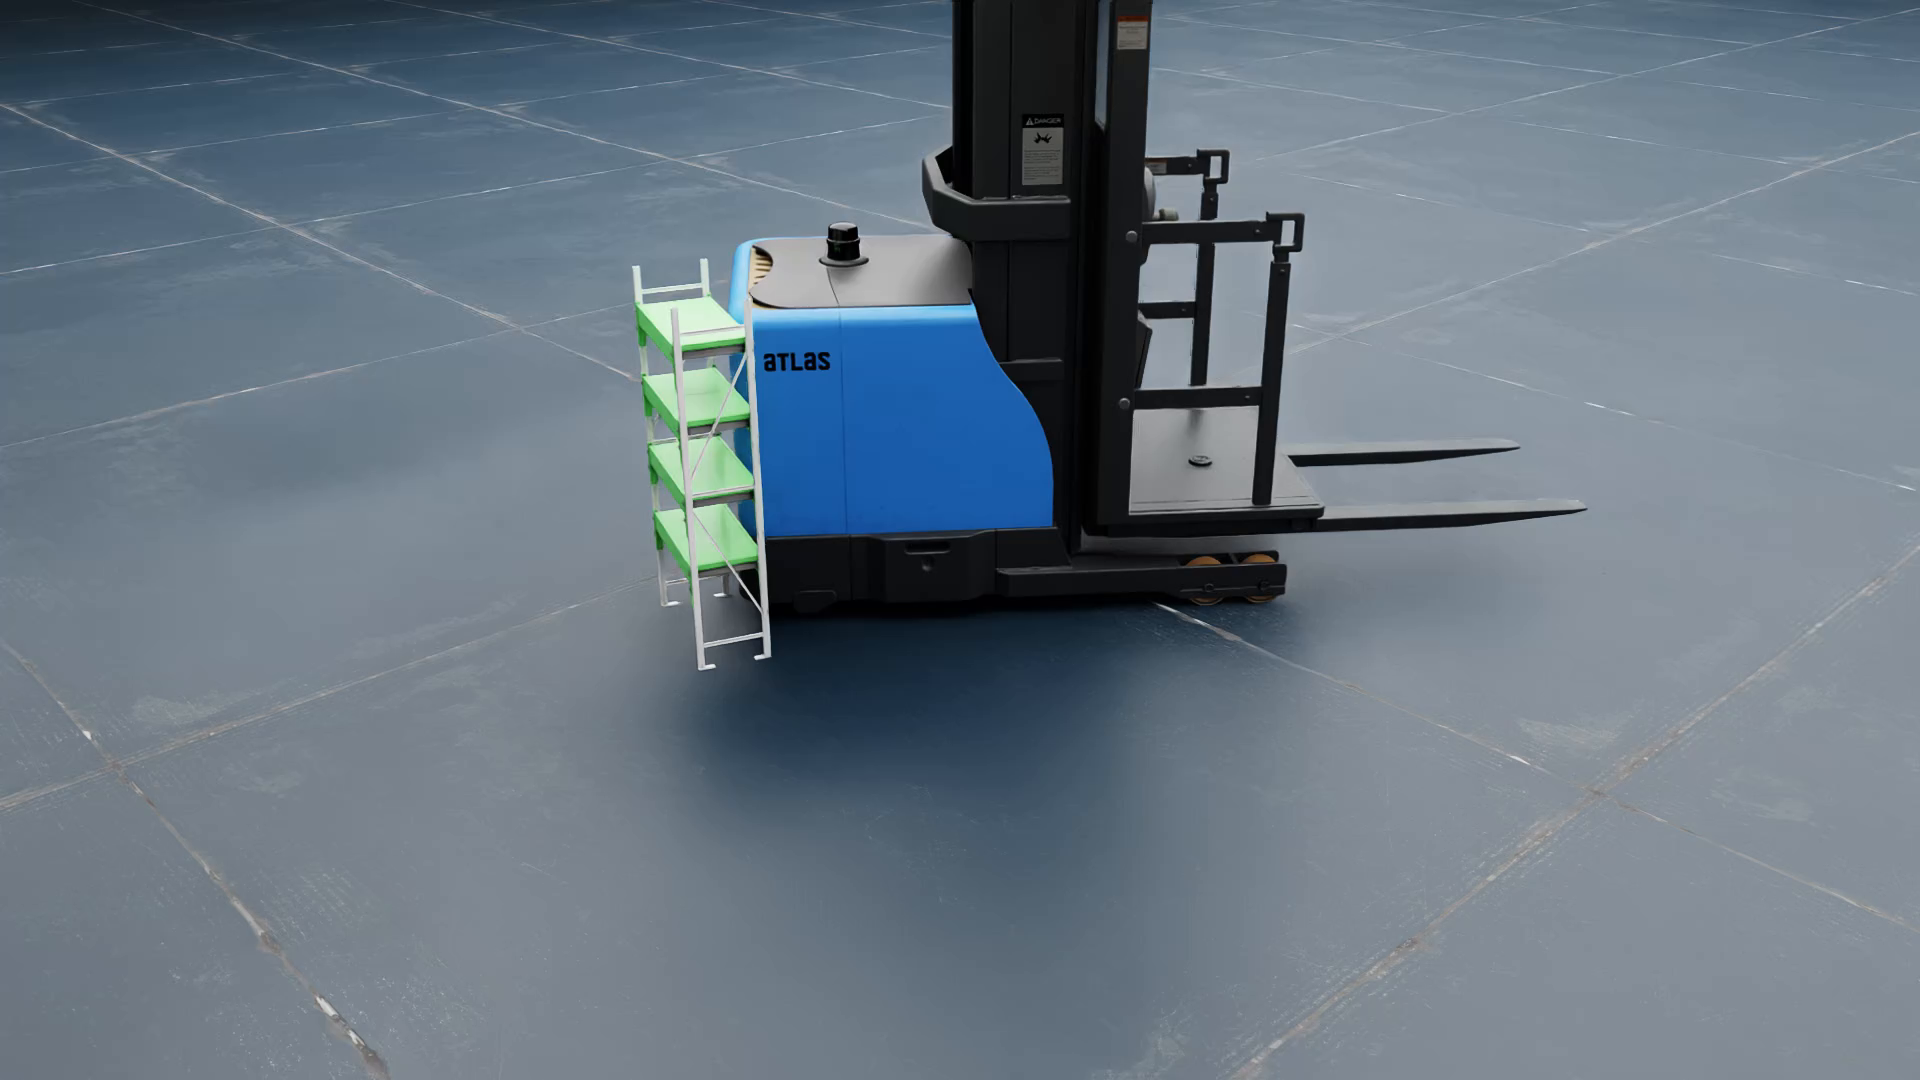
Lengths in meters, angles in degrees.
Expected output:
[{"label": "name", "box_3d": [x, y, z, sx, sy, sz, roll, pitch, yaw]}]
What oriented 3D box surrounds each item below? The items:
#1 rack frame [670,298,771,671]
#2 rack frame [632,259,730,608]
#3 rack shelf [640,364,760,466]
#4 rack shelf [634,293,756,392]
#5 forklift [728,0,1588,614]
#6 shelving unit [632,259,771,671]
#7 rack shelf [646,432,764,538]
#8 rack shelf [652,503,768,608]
[{"label": "rack frame", "box_3d": [-0.730, -0.149, 5.129, 0.240, 1.200, 0.015, -10, 26, -21]}, {"label": "rack frame", "box_3d": [-0.921, -0.335, 5.538, 0.240, 1.200, 0.015, -10, 26, -21]}, {"label": "rack shelf", "box_3d": [-0.826, -0.402, 5.260, 0.258, 0.148, 0.480, -10, 26, -21]}, {"label": "rack shelf", "box_3d": [-0.826, -0.620, 5.161, 0.258, 0.148, 0.480, -10, 26, -21]}, {"label": "forklift", "box_3d": [0.715, -1.324, 5.620, 3.031, 2.935, 1.130, -2, 25, -5]}, {"label": "shelving unit", "box_3d": [-0.825, -0.242, 5.334, 0.258, 1.200, 0.503, -10, 26, -21]}, {"label": "rack shelf", "box_3d": [-0.825, -0.184, 5.360, 0.258, 0.148, 0.480, -10, 26, -21]}, {"label": "rack shelf", "box_3d": [-0.825, 0.034, 5.460, 0.258, 0.148, 0.480, -10, 26, -21]}]
